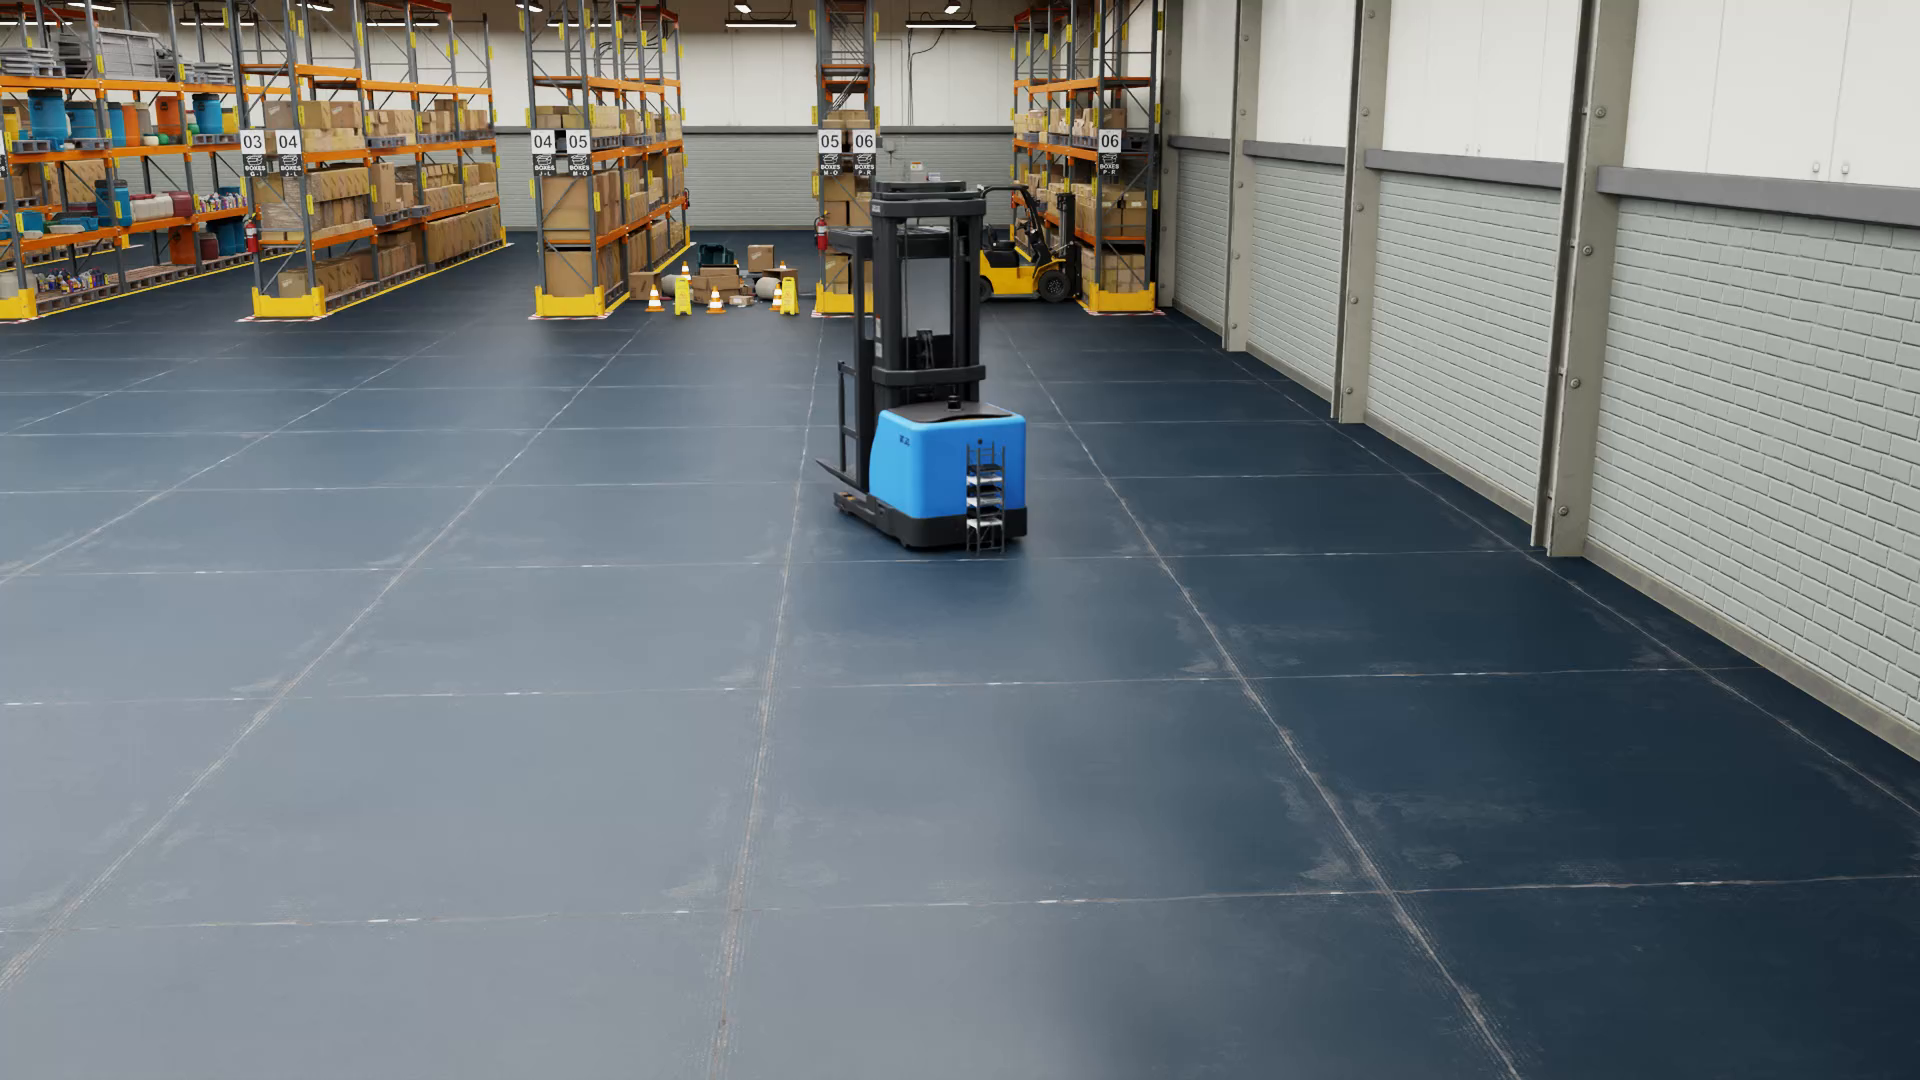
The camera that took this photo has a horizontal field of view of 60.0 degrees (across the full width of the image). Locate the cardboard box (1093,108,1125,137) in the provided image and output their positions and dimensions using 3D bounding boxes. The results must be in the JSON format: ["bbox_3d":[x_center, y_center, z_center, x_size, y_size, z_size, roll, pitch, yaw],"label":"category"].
[{"bbox_3d":[2.683,-7.517,29.958,0.500,0.500,0.500,0,14,-2],"label":"cardboard box"}]

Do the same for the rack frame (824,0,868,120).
[{"bbox_3d":[-2.496,-10.475,36.680,1.000,3.000,0.127,-1,14,-3],"label":"rack frame"}]

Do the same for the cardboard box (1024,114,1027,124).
[{"bbox_3d":[1.899,-10.656,42.104,0.500,0.250,0.500,-1,14,-4],"label":"cardboard box"}]

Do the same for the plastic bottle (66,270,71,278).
[{"bbox_3d":[-17.500,-5.151,32.620,0.097,0.271,0.097,0,14,0],"label":"plastic bottle"}]

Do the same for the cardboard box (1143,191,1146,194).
[{"bbox_3d":[3.192,-6.318,30.464,0.380,0.149,0.250,0,14,-2],"label":"cardboard box"}]

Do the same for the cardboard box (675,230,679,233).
[{"bbox_3d":[-7.532,-7.976,43.287,0.380,0.149,0.250,0,14,-1],"label":"cardboard box"}]

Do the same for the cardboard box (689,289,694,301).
[{"bbox_3d":[-5.237,-4.750,31.956,0.396,0.266,0.258,2,15,6],"label":"cardboard box"}]

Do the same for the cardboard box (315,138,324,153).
[{"bbox_3d":[-11.701,-7.059,29.724,0.500,0.250,0.500,-1,14,-5],"label":"cardboard box"}]

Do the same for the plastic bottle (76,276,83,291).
[{"bbox_3d":[-16.676,-4.859,31.483,0.097,0.271,0.097,0,14,0],"label":"plastic bottle"}]

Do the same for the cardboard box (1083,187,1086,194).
[{"bbox_3d":[2.589,-6.756,32.166,0.380,0.149,0.250,-1,14,-4],"label":"cardboard box"}]

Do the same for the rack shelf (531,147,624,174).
[{"bbox_3d":[-7.058,-7.080,30.949,1.077,0.370,4.000,-1,14,-3],"label":"rack shelf"}]

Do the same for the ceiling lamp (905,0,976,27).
[{"bbox_3d":[-0.527,-16.000,46.438,2.000,3.185,0.800,-1,14,-3],"label":"ceiling lamp"}]

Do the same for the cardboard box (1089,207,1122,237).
[{"bbox_3d":[2.661,-5.824,30.443,0.500,0.500,0.500,-1,14,-5],"label":"cardboard box"}]

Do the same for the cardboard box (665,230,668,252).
[{"bbox_3d":[-7.380,-7.276,40.458,0.500,0.500,0.500,-1,14,-5],"label":"cardboard box"}]

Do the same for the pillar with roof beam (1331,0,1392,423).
[{"bbox_3d":[0.257,-5.699,18.118,9.100,9.000,0.400,-1,14,-3],"label":"pillar with roof beam"}]

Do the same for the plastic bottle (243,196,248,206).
[{"bbox_3d":[-17.231,-8.182,40.056,0.152,0.276,0.135,-1,14,-3],"label":"plastic bottle"}]

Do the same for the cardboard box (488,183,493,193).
[{"bbox_3d":[-12.556,-9.235,43.604,0.500,0.250,0.500,-1,14,-4],"label":"cardboard box"}]

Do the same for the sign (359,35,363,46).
[{"bbox_3d":[-12.940,-10.842,35.912,0.100,0.325,0.005,-1,14,-3],"label":"sign"}]

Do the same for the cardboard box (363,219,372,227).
[{"bbox_3d":[-11.832,-6.251,32.807,0.380,0.149,0.250,-1,14,-3],"label":"cardboard box"}]

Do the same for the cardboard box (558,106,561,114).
[{"bbox_3d":[-7.324,-7.652,29.588,0.380,0.149,0.250,-1,14,-3],"label":"cardboard box"}]

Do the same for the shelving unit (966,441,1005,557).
[{"bbox_3d":[0.208,-0.331,13.505,0.258,0.900,0.210,-6,16,-23],"label":"shelving unit"}]

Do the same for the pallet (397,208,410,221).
[{"bbox_3d":[-12.223,-6.832,34.946,1.003,0.211,1.213,-1,14,-3],"label":"pallet"}]

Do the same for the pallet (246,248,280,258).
[{"bbox_3d":[-17.662,-7.167,41.458,1.003,0.211,1.213,-1,14,-3],"label":"pallet"}]

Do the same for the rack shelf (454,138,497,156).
[{"bbox_3d":[-12.758,-10.013,42.348,1.077,0.370,4.000,-1,14,-3],"label":"rack shelf"}]

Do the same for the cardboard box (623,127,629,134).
[{"bbox_3d":[-7.009,-8.409,34.129,0.380,0.149,0.250,-1,14,-3],"label":"cardboard box"}]

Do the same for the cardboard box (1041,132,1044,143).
[{"bbox_3d":[2.152,-9.276,38.341,0.500,0.250,0.500,-1,14,-3],"label":"cardboard box"}]

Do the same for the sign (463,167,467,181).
[{"bbox_3d":[-12.093,-8.945,40.607,0.100,0.325,0.005,-1,14,-3],"label":"sign"}]

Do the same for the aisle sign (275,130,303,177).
[{"bbox_3d":[-11.588,-6.675,28.734,0.394,0.787,0.004,-1,14,-3],"label":"aisle sign"}]

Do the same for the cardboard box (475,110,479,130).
[{"bbox_3d":[-12.882,-10.889,43.064,0.700,0.500,0.500,-1,14,-5],"label":"cardboard box"}]

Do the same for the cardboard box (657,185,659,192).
[{"bbox_3d":[-7.405,-8.398,39.710,0.380,0.149,0.250,-1,14,-5],"label":"cardboard box"}]

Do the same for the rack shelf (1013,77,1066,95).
[{"bbox_3d":[2.087,-11.695,42.871,1.077,0.370,4.000,-1,14,-3],"label":"rack shelf"}]

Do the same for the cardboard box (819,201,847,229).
[{"bbox_3d":[-2.309,-5.903,30.153,0.500,0.500,0.500,-1,14,-4],"label":"cardboard box"}]

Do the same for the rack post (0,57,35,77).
[{"bbox_3d":[-16.754,-8.204,28.856,0.937,0.300,0.954,1,14,3],"label":"rack post"}]

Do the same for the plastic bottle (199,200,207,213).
[{"bbox_3d":[-17.063,-7.508,37.436,0.152,0.276,0.135,-1,14,-3],"label":"plastic bottle"}]

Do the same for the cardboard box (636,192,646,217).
[{"bbox_3d":[-7.104,-7.285,36.119,0.500,0.500,0.500,-1,14,-3],"label":"cardboard box"}]

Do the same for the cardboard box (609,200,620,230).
[{"bbox_3d":[-7.091,-6.318,32.261,0.875,0.550,0.550,-1,14,-3],"label":"cardboard box"}]

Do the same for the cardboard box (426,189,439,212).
[{"bbox_3d":[-12.179,-7.719,37.805,0.500,0.500,0.500,-1,14,-5],"label":"cardboard box"}]

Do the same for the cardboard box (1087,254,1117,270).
[{"bbox_3d":[2.614,-5.123,30.588,0.500,0.250,0.500,0,14,-2],"label":"cardboard box"}]

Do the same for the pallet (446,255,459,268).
[{"bbox_3d":[-12.433,-6.566,39.123,1.003,0.211,1.213,-1,14,-3],"label":"pallet"}]

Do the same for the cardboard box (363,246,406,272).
[{"bbox_3d":[-12.236,-5.974,35.360,0.700,0.500,0.500,0,14,1],"label":"cardboard box"}]

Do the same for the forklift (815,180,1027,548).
[{"bbox_3d":[-0.494,-1.680,14.673,1.130,2.935,3.031,-6,16,-23],"label":"forklift"}]

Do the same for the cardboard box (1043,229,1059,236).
[{"bbox_3d":[2.127,-7.141,38.631,0.380,0.149,0.250,-2,15,-6],"label":"cardboard box"}]

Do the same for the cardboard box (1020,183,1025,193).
[{"bbox_3d":[1.841,-9.213,43.518,0.500,0.250,0.500,-1,14,-5],"label":"cardboard box"}]

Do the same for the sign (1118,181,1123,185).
[{"bbox_3d":[3.260,-7.119,33.779,0.100,0.325,0.005,-1,14,-3],"label":"sign"}]

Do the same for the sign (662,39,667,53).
[{"bbox_3d":[-7.124,-11.907,40.054,0.100,0.325,0.005,-1,14,-3],"label":"sign"}]

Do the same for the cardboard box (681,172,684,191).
[{"bbox_3d":[-7.641,-9.543,44.297,0.500,0.500,0.500,-1,14,-2],"label":"cardboard box"}]

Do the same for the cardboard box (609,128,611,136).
[{"bbox_3d":[-6.760,-7.654,31.195,0.380,0.149,0.250,-1,14,-4],"label":"cardboard box"}]

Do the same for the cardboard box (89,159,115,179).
[{"bbox_3d":[-22.468,-9.681,43.424,0.500,0.500,0.500,-1,14,-4],"label":"cardboard box"}]

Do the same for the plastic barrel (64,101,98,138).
[{"bbox_3d":[-17.330,-8.164,32.711,0.600,0.901,0.708,-1,14,-3],"label":"plastic barrel"}]

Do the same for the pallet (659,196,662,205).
[{"bbox_3d":[-7.775,-8.178,40.175,1.003,0.211,1.213,-1,14,-3],"label":"pallet"}]

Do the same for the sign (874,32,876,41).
[{"bbox_3d":[-1.705,-9.975,32.702,0.100,0.325,0.005,-1,14,-3],"label":"sign"}]

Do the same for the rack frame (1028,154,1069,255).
[{"bbox_3d":[2.211,-8.642,41.595,1.000,3.000,0.127,-1,14,-3],"label":"rack frame"}]

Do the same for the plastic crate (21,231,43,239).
[{"bbox_3d":[-16.569,-5.451,29.720,0.298,0.136,0.250,-1,14,-3],"label":"plastic crate"}]
